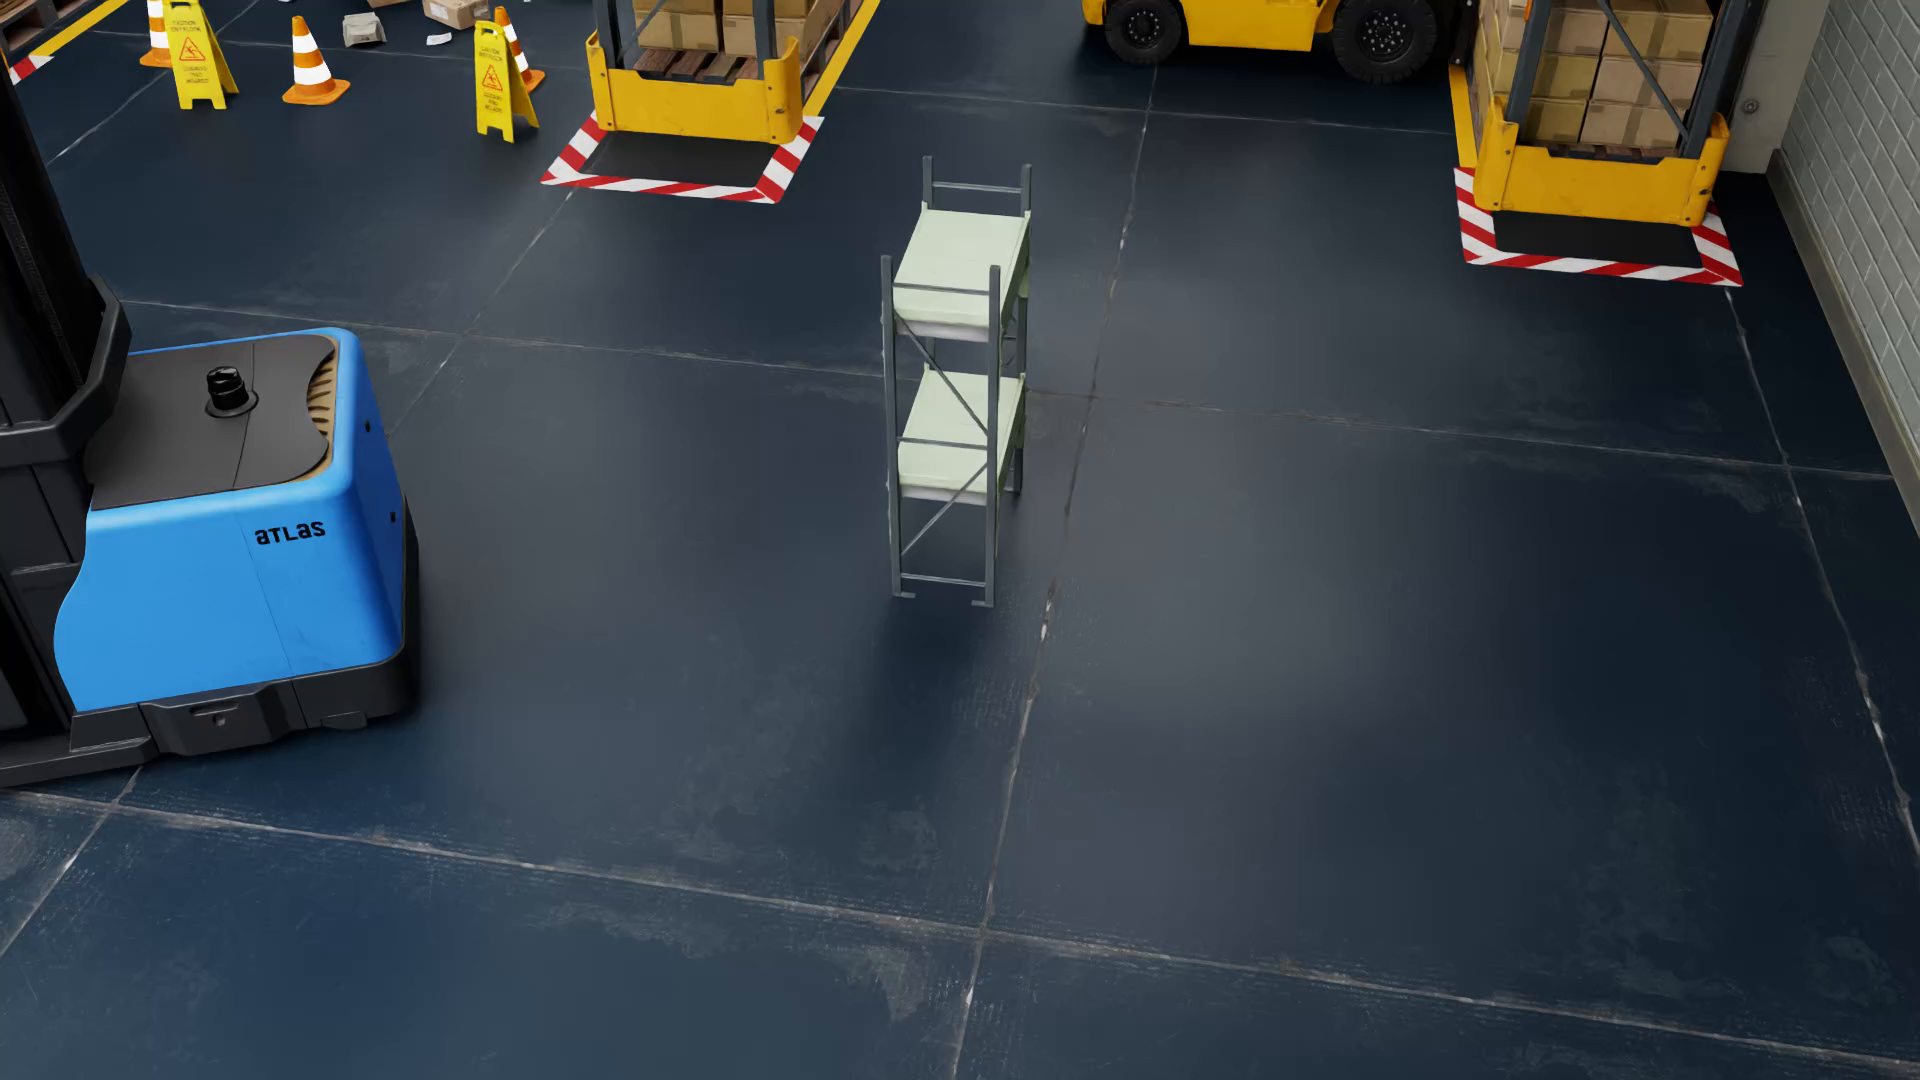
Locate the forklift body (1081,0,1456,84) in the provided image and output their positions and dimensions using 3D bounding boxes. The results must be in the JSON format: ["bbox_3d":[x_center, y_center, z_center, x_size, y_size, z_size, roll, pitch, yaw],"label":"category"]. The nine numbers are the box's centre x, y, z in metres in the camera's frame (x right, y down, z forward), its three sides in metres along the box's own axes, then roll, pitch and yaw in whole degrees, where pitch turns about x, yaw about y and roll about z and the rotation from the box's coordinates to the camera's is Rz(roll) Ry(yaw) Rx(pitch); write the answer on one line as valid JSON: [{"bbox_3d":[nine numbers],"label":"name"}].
[{"bbox_3d":[1.899,-4.048,9.958,2.313,2.155,1.214,6,40,8],"label":"forklift body"}]

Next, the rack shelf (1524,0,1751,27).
[{"bbox_3d":[3.713,-3.962,9.752,1.077,0.370,4.000,6,40,8],"label":"rack shelf"}]

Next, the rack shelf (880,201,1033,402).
[{"bbox_3d":[-0.001,-0.875,6.018,0.431,0.370,0.720,6,40,8],"label":"rack shelf"}]

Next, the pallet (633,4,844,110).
[{"bbox_3d":[-1.334,-3.008,10.222,1.003,0.211,1.213,6,40,8],"label":"pallet"}]

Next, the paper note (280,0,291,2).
[{"bbox_3d":[-4.479,-3.637,11.126,0.144,0.017,0.142,20,44,23],"label":"paper note"}]

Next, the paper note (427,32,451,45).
[{"bbox_3d":[-3.319,-3.197,10.593,0.148,0.019,0.142,-6,40,-8],"label":"paper note"}]

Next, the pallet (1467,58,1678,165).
[{"bbox_3d":[3.458,-2.394,9.479,1.003,0.211,1.213,6,40,8],"label":"pallet"}]

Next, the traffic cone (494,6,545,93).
[{"bbox_3d":[-2.718,-2.963,9.971,0.336,0.463,0.334,6,40,8],"label":"traffic cone"}]

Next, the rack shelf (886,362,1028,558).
[{"bbox_3d":[-0.001,-0.323,6.475,0.431,0.370,0.720,6,40,8],"label":"rack shelf"}]

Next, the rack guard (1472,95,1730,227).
[{"bbox_3d":[3.363,-2.005,8.783,1.175,0.500,0.348,6,40,8],"label":"rack guard"}]

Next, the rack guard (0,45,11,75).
[{"bbox_3d":[-6.419,-3.033,10.026,1.175,0.500,0.348,6,40,8],"label":"rack guard"}]

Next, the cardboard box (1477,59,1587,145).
[{"bbox_3d":[3.137,-2.416,9.146,0.500,0.250,0.500,7,40,8],"label":"cardboard box"}]

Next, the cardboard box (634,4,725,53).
[{"bbox_3d":[-1.643,-3.183,10.074,0.500,0.250,0.500,6,40,7],"label":"cardboard box"}]

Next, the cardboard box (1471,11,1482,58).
[{"bbox_3d":[3.328,-3.040,9.901,0.500,0.250,0.500,7,40,8],"label":"cardboard box"}]

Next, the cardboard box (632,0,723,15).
[{"bbox_3d":[-1.640,-3.452,9.810,0.500,0.500,0.500,7,40,8],"label":"cardboard box"}]

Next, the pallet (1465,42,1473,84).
[{"bbox_3d":[3.672,-3.157,10.403,1.003,0.211,1.213,6,40,8],"label":"pallet"}]

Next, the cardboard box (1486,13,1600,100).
[{"bbox_3d":[3.144,-2.619,8.999,0.500,0.250,0.500,6,40,7],"label":"cardboard box"}]

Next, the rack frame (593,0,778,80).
[{"bbox_3d":[-1.522,-3.529,8.664,1.000,3.000,0.127,6,40,8],"label":"rack frame"}]

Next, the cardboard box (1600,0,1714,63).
[{"bbox_3d":[3.637,-2.752,8.768,0.500,0.250,0.500,6,40,7],"label":"cardboard box"}]

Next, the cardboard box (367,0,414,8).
[{"bbox_3d":[-3.712,-3.948,11.130,0.797,0.503,0.637,-20,44,-23],"label":"cardboard box"}]

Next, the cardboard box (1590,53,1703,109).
[{"bbox_3d":[3.653,-2.551,8.917,0.500,0.250,0.500,7,40,8],"label":"cardboard box"}]

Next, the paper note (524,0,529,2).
[{"bbox_3d":[-2.883,-3.629,11.131,0.032,0.001,0.123,6,40,8],"label":"paper note"}]

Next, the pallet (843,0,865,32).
[{"bbox_3d":[-1.120,-3.771,11.146,1.003,0.211,1.213,6,40,8],"label":"pallet"}]

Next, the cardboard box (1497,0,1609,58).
[{"bbox_3d":[3.140,-2.795,8.820,0.500,0.250,0.500,8,40,9],"label":"cardboard box"}]

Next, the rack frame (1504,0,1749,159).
[{"bbox_3d":[3.367,-2.984,8.005,1.000,3.000,0.127,6,40,8],"label":"rack frame"}]

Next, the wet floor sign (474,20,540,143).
[{"bbox_3d":[-2.609,-2.620,9.413,0.267,0.644,0.232,20,44,23],"label":"wet floor sign"}]

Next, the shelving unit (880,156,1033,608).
[{"bbox_3d":[-0.001,-0.574,6.267,0.431,1.500,0.755,6,40,8],"label":"shelving unit"}]

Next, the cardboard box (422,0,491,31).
[{"bbox_3d":[-3.285,-3.475,10.836,0.380,0.149,0.250,28,47,30],"label":"cardboard box"}]

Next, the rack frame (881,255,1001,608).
[{"bbox_3d":[-0.064,-0.344,5.989,0.400,1.500,0.023,6,40,8],"label":"rack frame"}]

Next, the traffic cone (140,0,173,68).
[{"bbox_3d":[-4.924,-3.210,10.270,0.336,0.463,0.334,6,40,8],"label":"traffic cone"}]

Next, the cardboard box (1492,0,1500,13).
[{"bbox_3d":[3.222,-3.116,9.208,0.500,0.250,0.500,7,40,8],"label":"cardboard box"}]

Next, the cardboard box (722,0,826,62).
[{"bbox_3d":[-1.110,-3.107,9.982,0.500,0.250,0.500,6,40,7],"label":"cardboard box"}]

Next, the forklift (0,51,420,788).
[{"bbox_3d":[-3.518,-0.557,5.124,3.031,2.935,1.130,-9,40,-11],"label":"forklift"}]

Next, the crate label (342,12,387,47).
[{"bbox_3d":[-3.795,-3.247,10.570,0.250,0.136,0.298,-13,41,-15],"label":"crate label"}]

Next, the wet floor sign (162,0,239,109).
[{"bbox_3d":[-4.470,-2.867,9.712,0.267,0.644,0.232,0,40,0],"label":"wet floor sign"}]

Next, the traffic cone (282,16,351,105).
[{"bbox_3d":[-3.870,-2.872,9.861,0.336,0.463,0.334,6,40,8],"label":"traffic cone"}]

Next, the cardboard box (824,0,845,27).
[{"bbox_3d":[-1.014,-3.426,10.368,0.500,0.250,0.500,8,40,9],"label":"cardboard box"}]

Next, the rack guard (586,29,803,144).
[{"bbox_3d":[-1.509,-2.613,9.518,1.175,0.500,0.348,6,40,8],"label":"rack guard"}]

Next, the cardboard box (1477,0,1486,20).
[{"bbox_3d":[3.310,-3.258,9.773,0.500,0.250,0.500,6,40,7],"label":"cardboard box"}]

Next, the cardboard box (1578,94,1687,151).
[{"bbox_3d":[3.645,-2.373,9.094,0.500,0.250,0.500,7,40,8],"label":"cardboard box"}]

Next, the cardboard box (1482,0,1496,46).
[{"bbox_3d":[3.241,-2.932,9.378,0.500,0.250,0.500,6,40,7],"label":"cardboard box"}]

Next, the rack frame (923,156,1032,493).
[{"bbox_3d":[0.062,-0.804,6.545,0.400,1.500,0.023,6,40,8],"label":"rack frame"}]

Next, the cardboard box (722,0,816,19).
[{"bbox_3d":[-1.107,-3.411,9.761,0.500,0.500,0.500,5,40,6],"label":"cardboard box"}]

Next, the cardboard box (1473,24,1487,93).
[{"bbox_3d":[3.233,-2.727,9.522,0.500,0.250,0.500,6,40,8],"label":"cardboard box"}]

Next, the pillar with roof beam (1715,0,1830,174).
[{"bbox_3d":[0.135,-6.108,7.076,9.100,9.000,0.400,6,40,8],"label":"pillar with roof beam"}]
